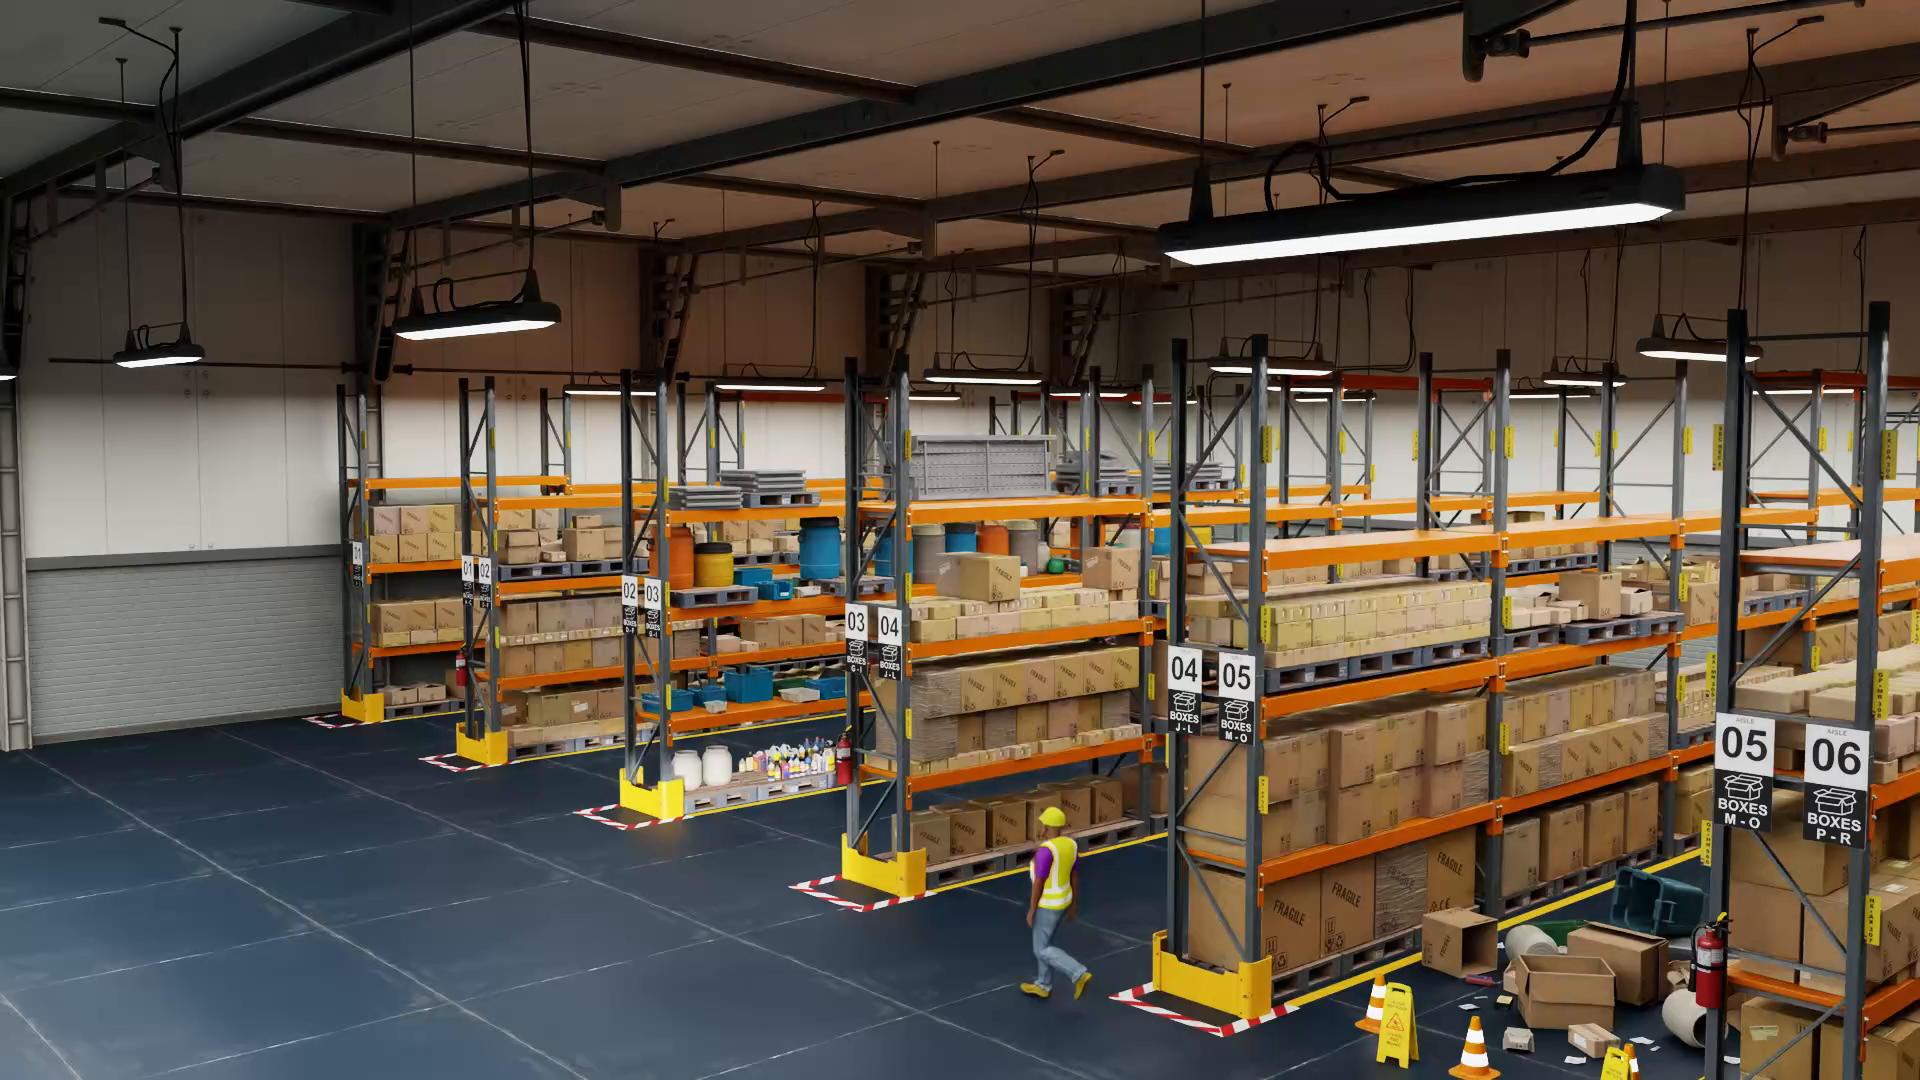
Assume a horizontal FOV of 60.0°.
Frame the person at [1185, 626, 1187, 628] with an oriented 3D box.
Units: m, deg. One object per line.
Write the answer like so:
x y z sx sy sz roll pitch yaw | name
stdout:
5.590 1.743 39.969 0.430 1.574 0.551 -2 4 -25 | person

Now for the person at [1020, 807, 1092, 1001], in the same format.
0.866 3.293 15.012 0.763 1.760 0.541 2 4 23 | person
